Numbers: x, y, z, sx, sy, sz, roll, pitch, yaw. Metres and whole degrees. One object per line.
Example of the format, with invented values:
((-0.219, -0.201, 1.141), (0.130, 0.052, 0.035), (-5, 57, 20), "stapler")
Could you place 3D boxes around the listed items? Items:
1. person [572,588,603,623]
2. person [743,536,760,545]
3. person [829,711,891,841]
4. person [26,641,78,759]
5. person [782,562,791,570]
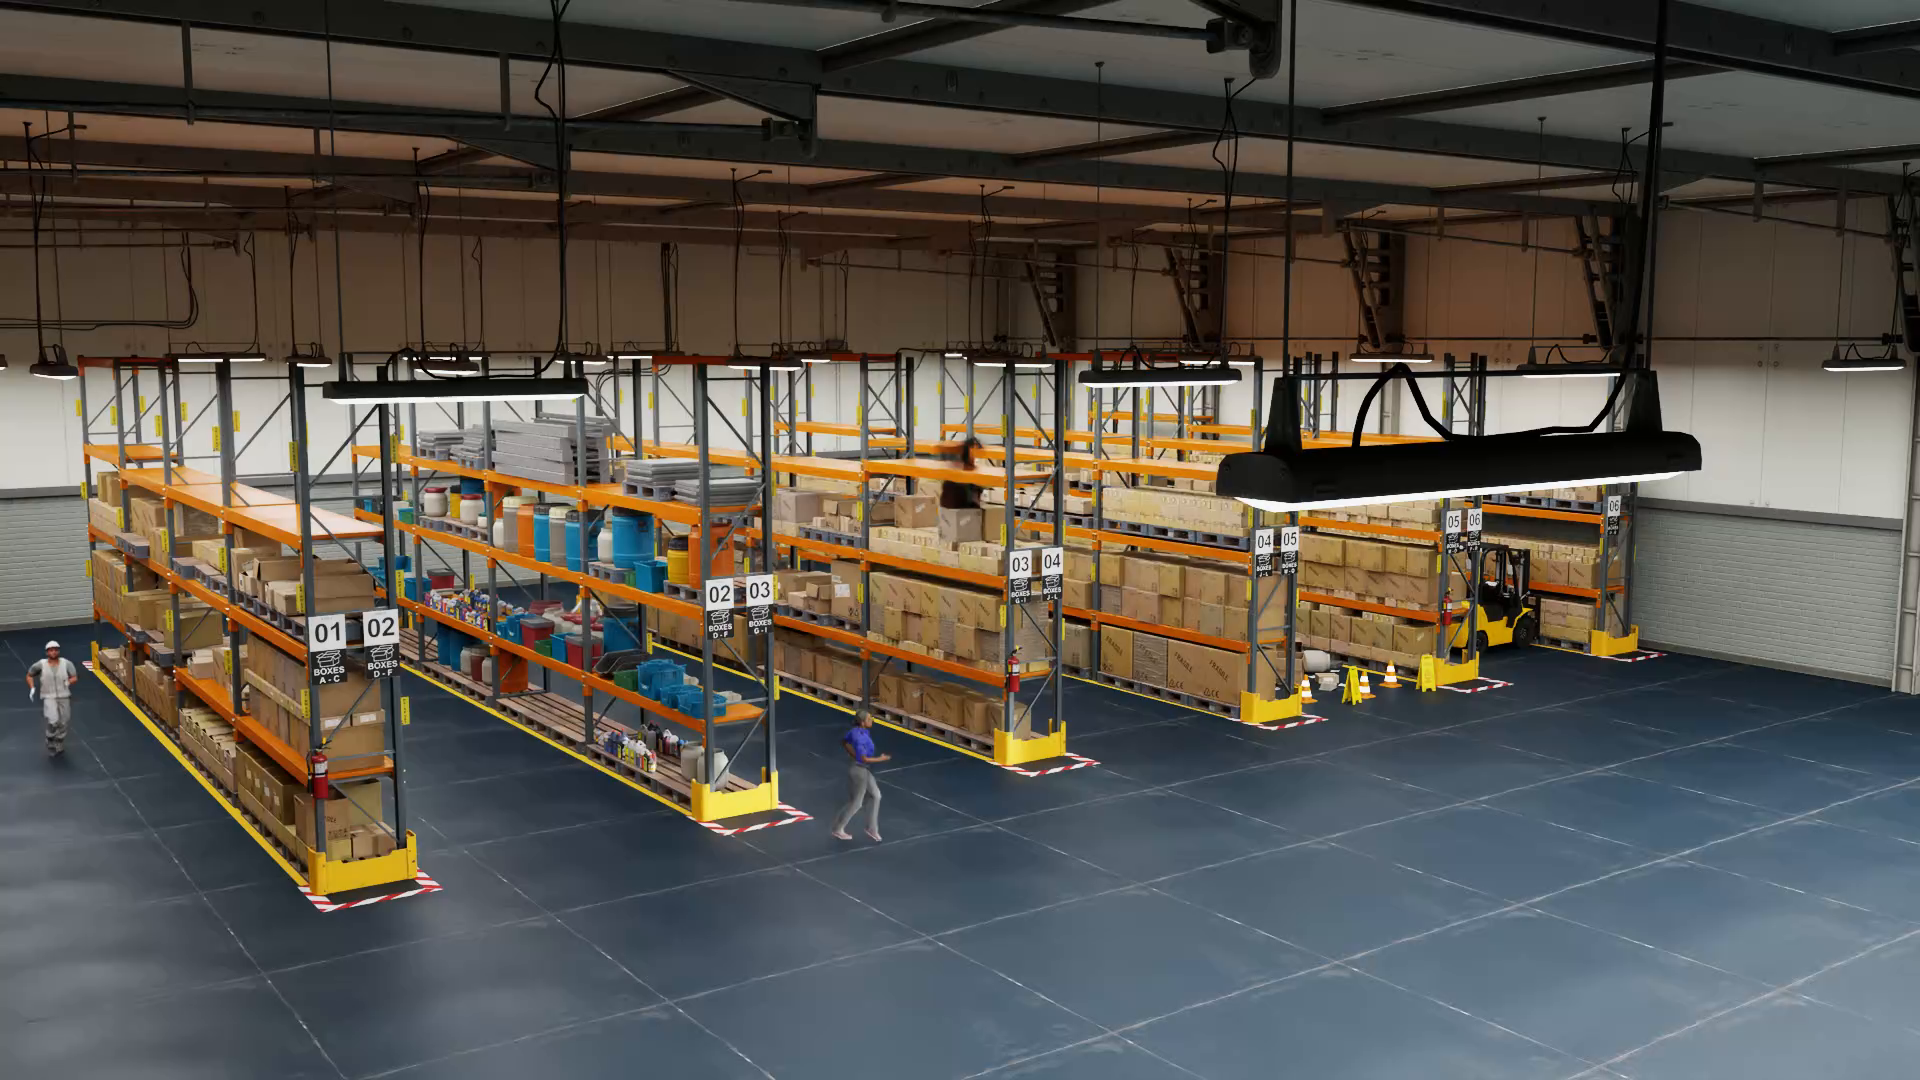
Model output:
((-7.043, 1.698, 31.568), (0.531, 1.584, 0.883), (-7, 10, -43), "person")
((-5.245, 0.470, 41.317), (0.832, 1.754, 0.765), (-7, 10, -44), "person")
((-1.260, 3.001, 20.927), (0.778, 1.740, 0.591), (0, 7, -3), "person")
((-13.643, 2.407, 25.084), (0.648, 1.773, 0.688), (-6, 9, -41), "person")
((-3.570, 1.310, 34.619), (0.588, 1.732, 0.715), (-7, 10, -43), "person")
